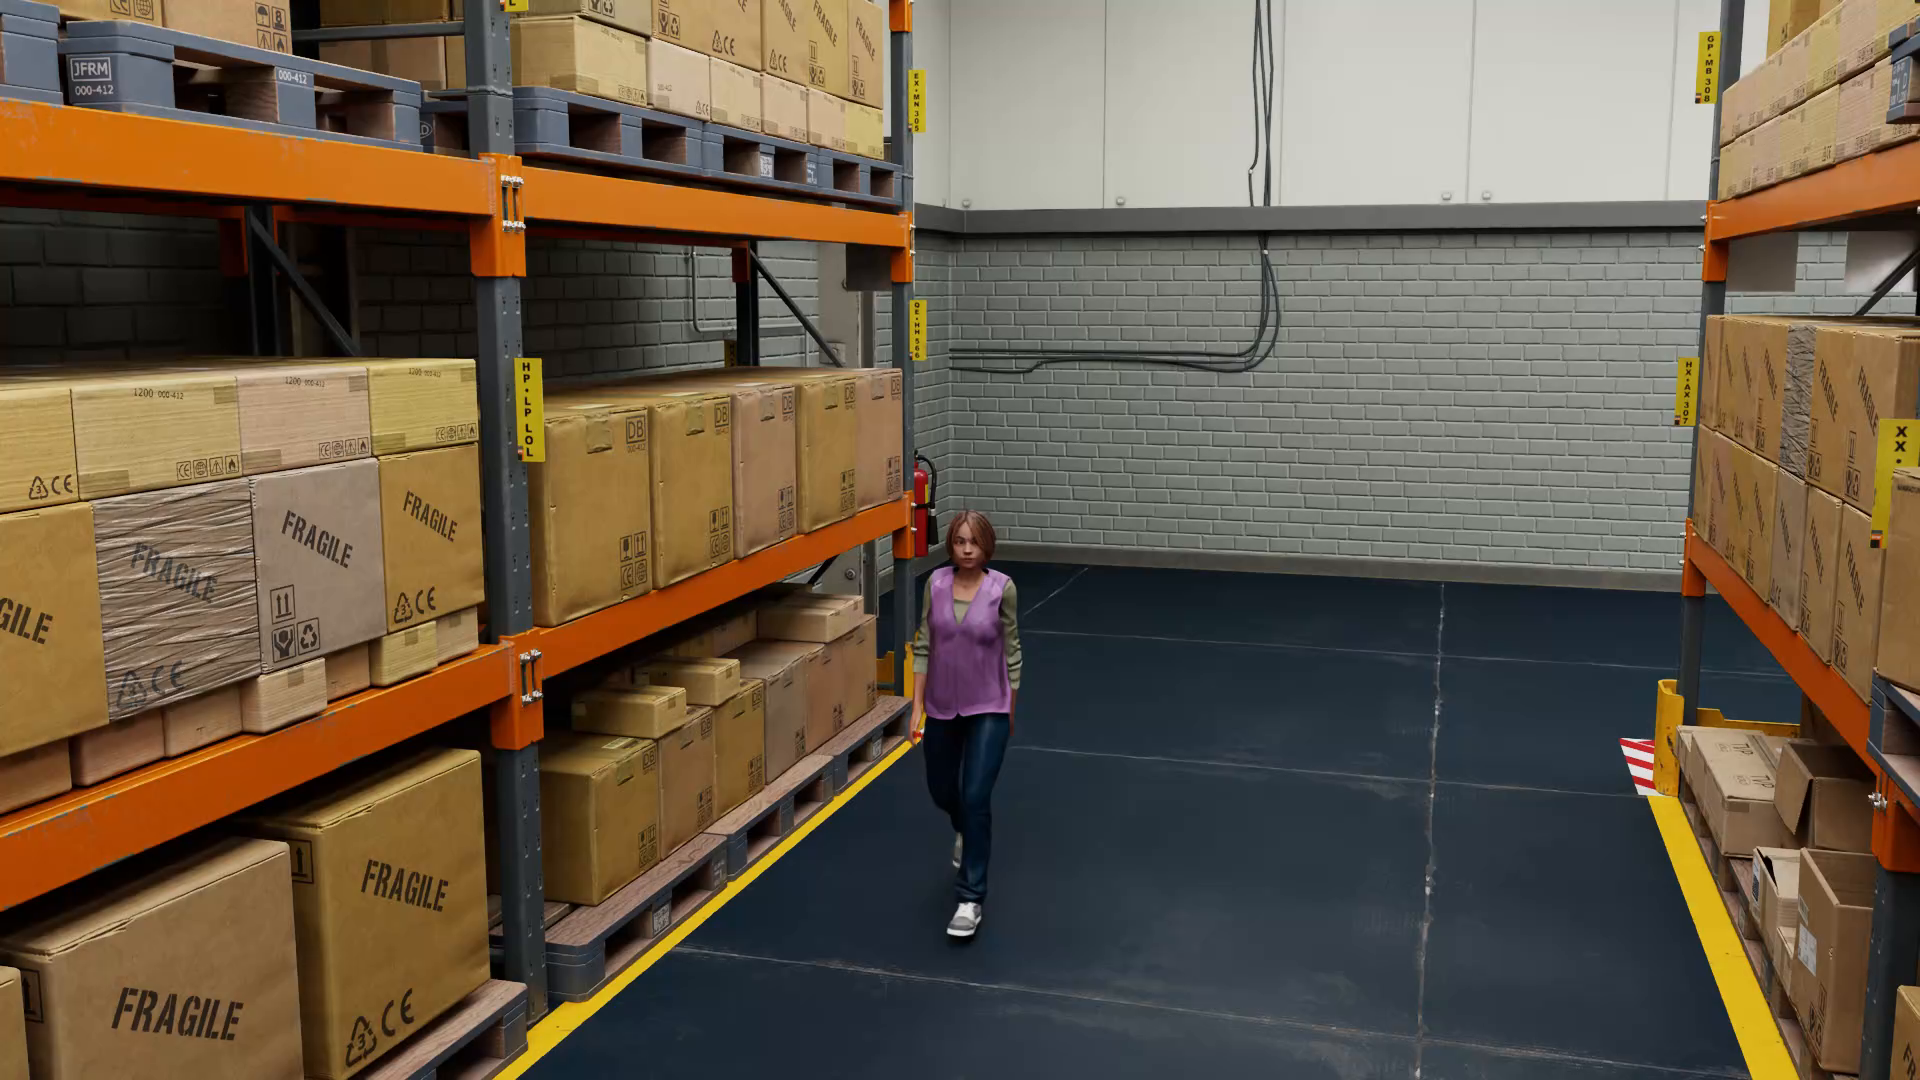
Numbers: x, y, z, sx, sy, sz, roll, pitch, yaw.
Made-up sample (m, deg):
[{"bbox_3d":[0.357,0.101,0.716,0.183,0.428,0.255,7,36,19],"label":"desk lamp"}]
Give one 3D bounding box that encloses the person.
[{"bbox_3d":[0.036,0.655,6.455,0.409,1.570,0.819,3,9,17],"label":"person"}]
